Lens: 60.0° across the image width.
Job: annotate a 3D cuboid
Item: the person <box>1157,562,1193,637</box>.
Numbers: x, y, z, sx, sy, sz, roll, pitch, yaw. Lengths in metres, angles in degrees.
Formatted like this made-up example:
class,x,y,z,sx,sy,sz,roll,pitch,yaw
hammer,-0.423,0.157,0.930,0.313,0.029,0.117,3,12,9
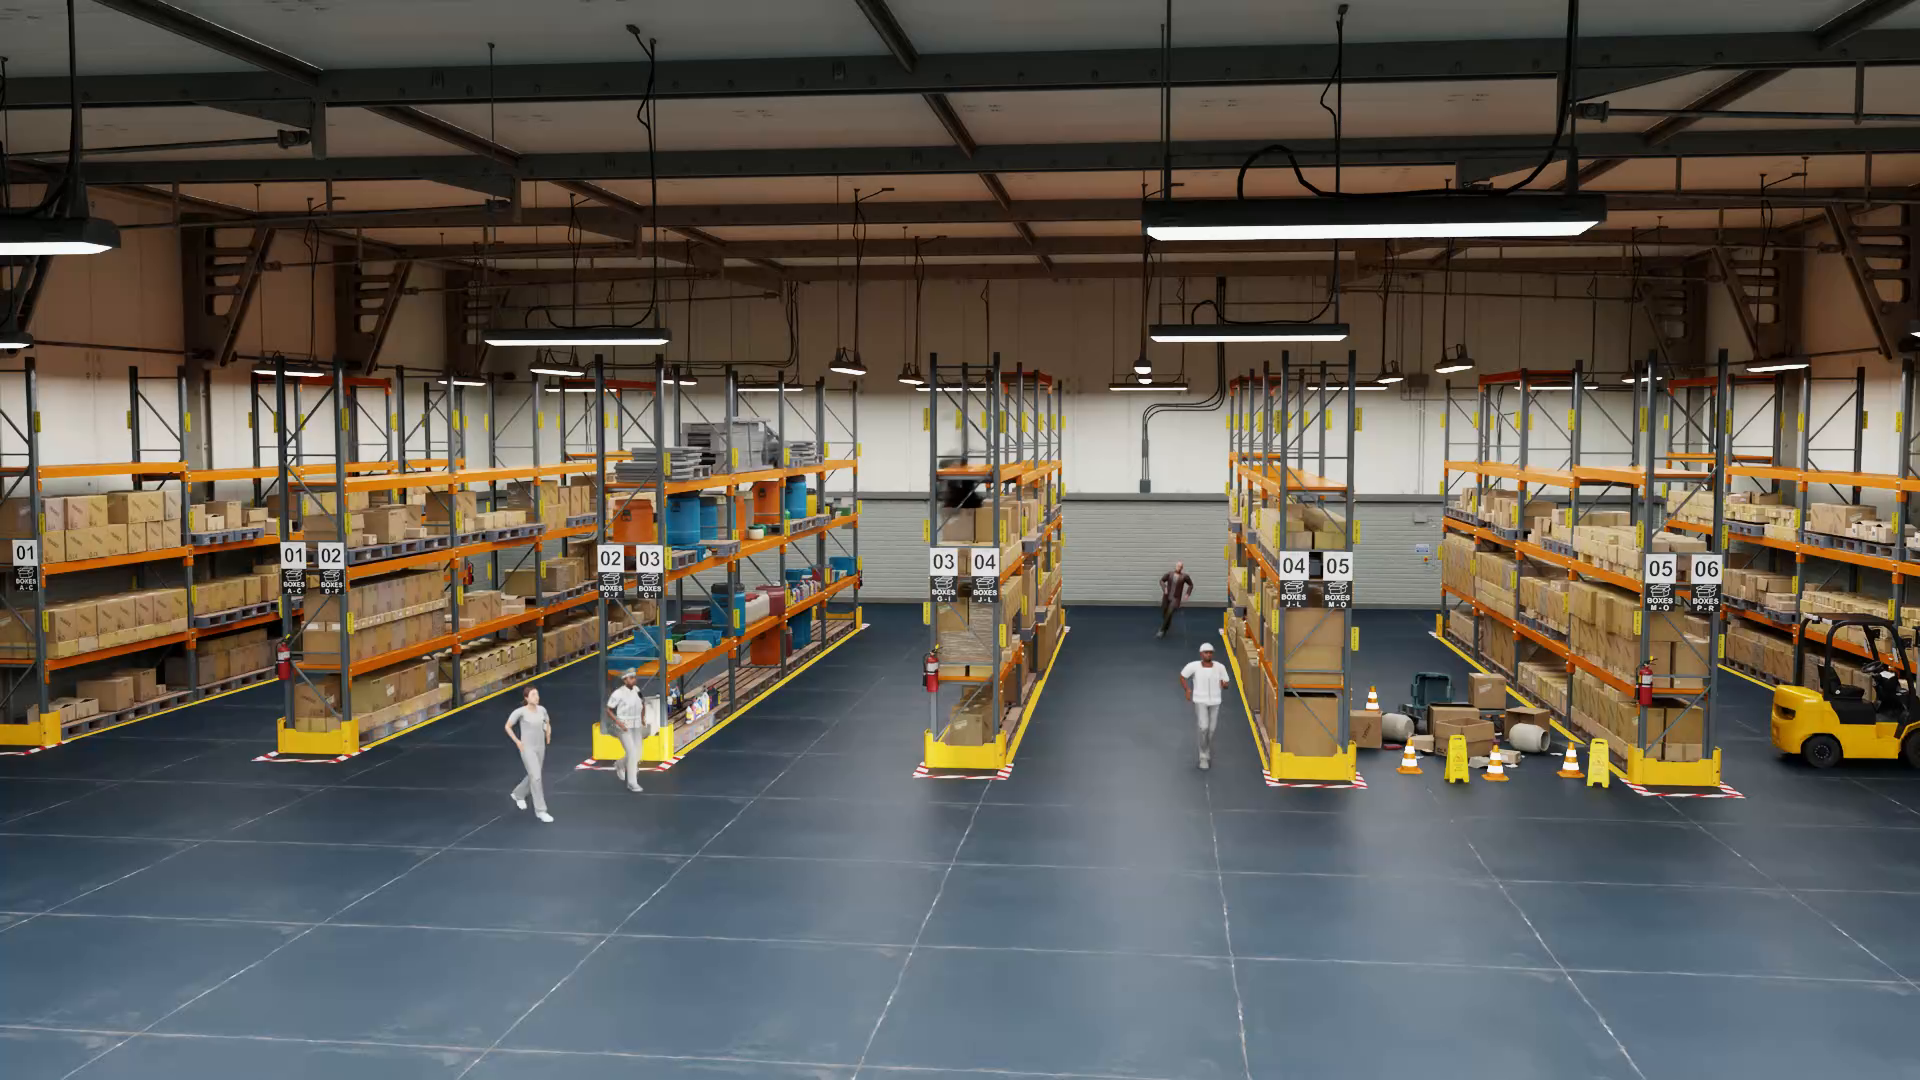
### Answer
class,x,y,z,sx,sy,sz,roll,pitch,yaw
person,4.987,1.369,38.809,0.829,1.725,0.985,2,4,22

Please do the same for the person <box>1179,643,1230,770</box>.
class,x,y,z,sx,sy,sz,roll,pitch,yaw
person,3.592,2.408,24.209,0.673,1.827,0.729,-1,4,-9

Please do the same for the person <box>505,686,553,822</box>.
class,x,y,z,sx,sy,sz,roll,pitch,yaw
person,-5.427,2.676,21.047,0.875,1.678,0.580,3,5,38

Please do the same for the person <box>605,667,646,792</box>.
class,x,y,z,sx,sy,sz,roll,pitch,yaw
person,-4.560,2.565,22.745,0.640,1.676,0.605,3,5,37
